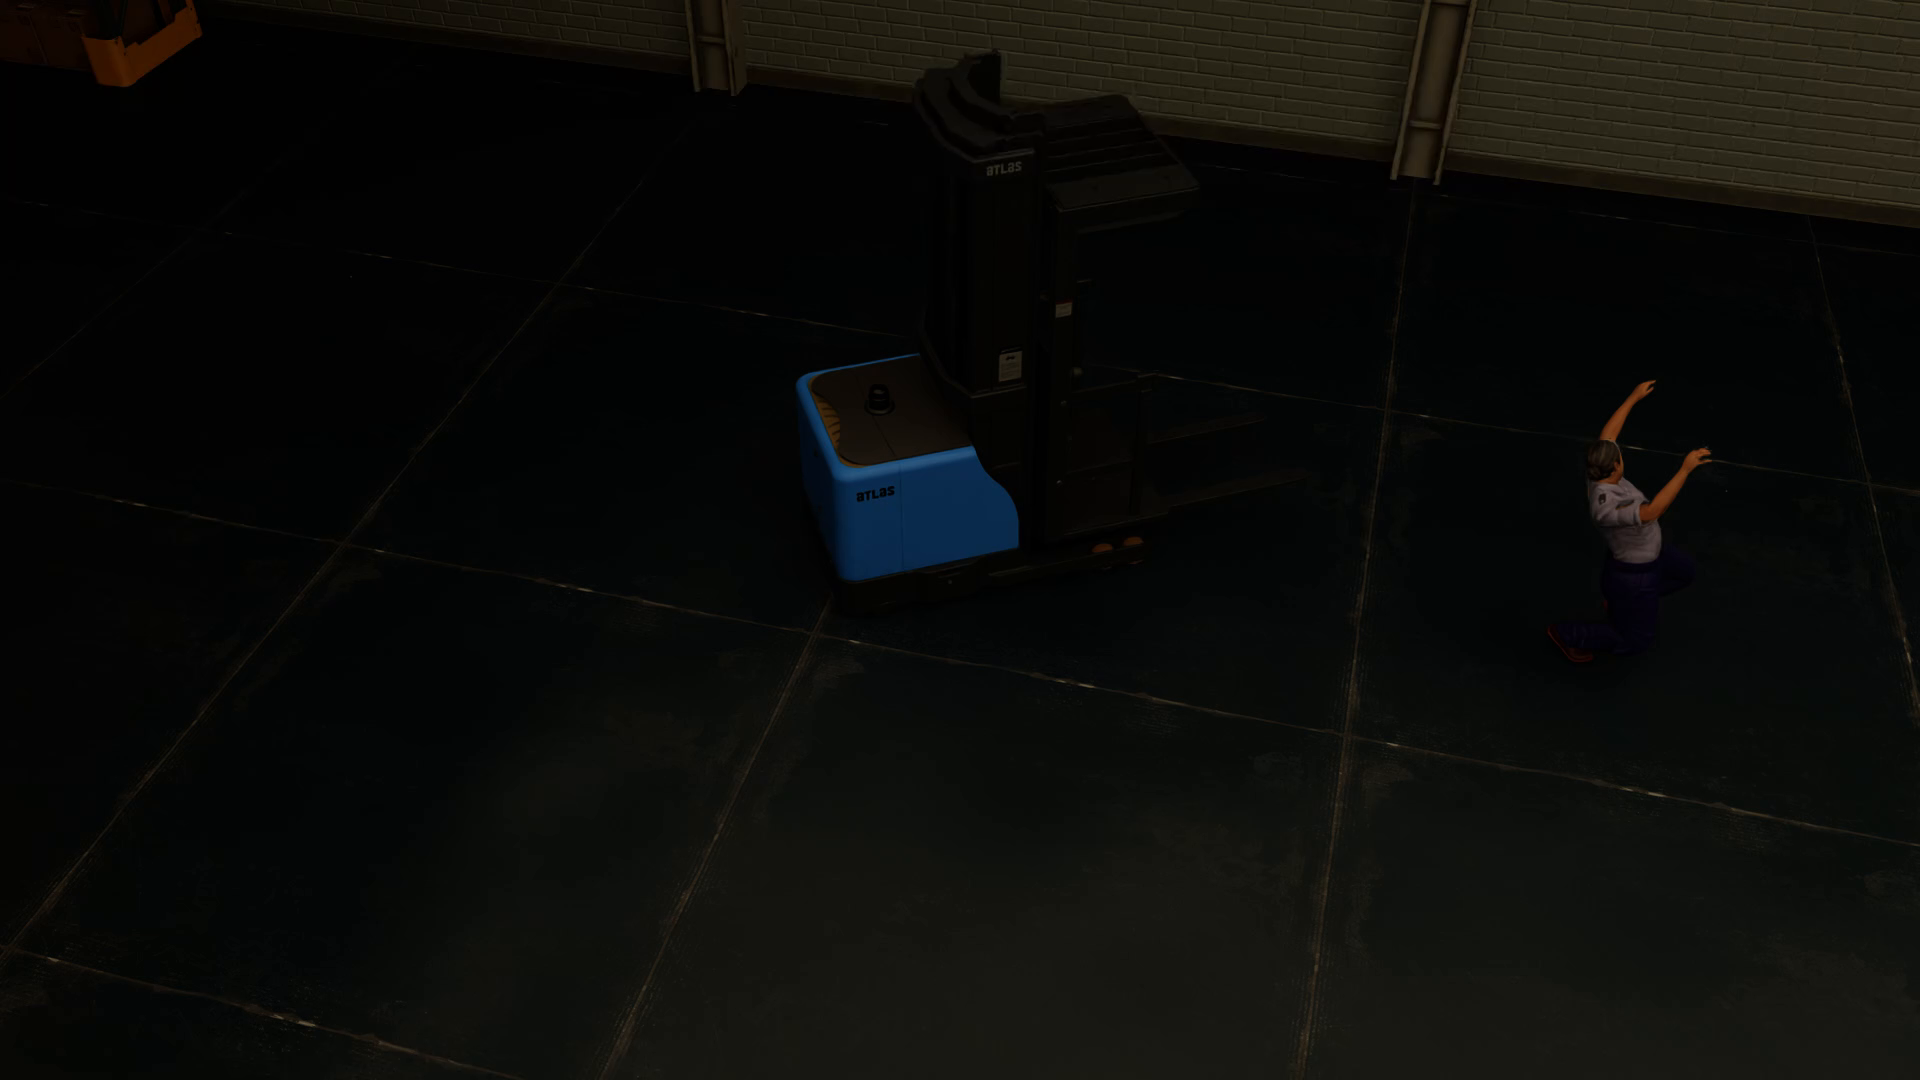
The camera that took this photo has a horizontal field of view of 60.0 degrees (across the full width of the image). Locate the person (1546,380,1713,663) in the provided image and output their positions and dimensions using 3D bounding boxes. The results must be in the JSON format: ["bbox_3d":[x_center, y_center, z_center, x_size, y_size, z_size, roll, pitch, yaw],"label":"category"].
[{"bbox_3d":[3.663,-0.061,8.996,0.758,1.581,0.996,14,43,16],"label":"person"}]

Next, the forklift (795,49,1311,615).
[{"bbox_3d":[0.613,-1.239,9.275,3.031,2.935,1.130,-12,43,-13],"label":"forklift"}]
